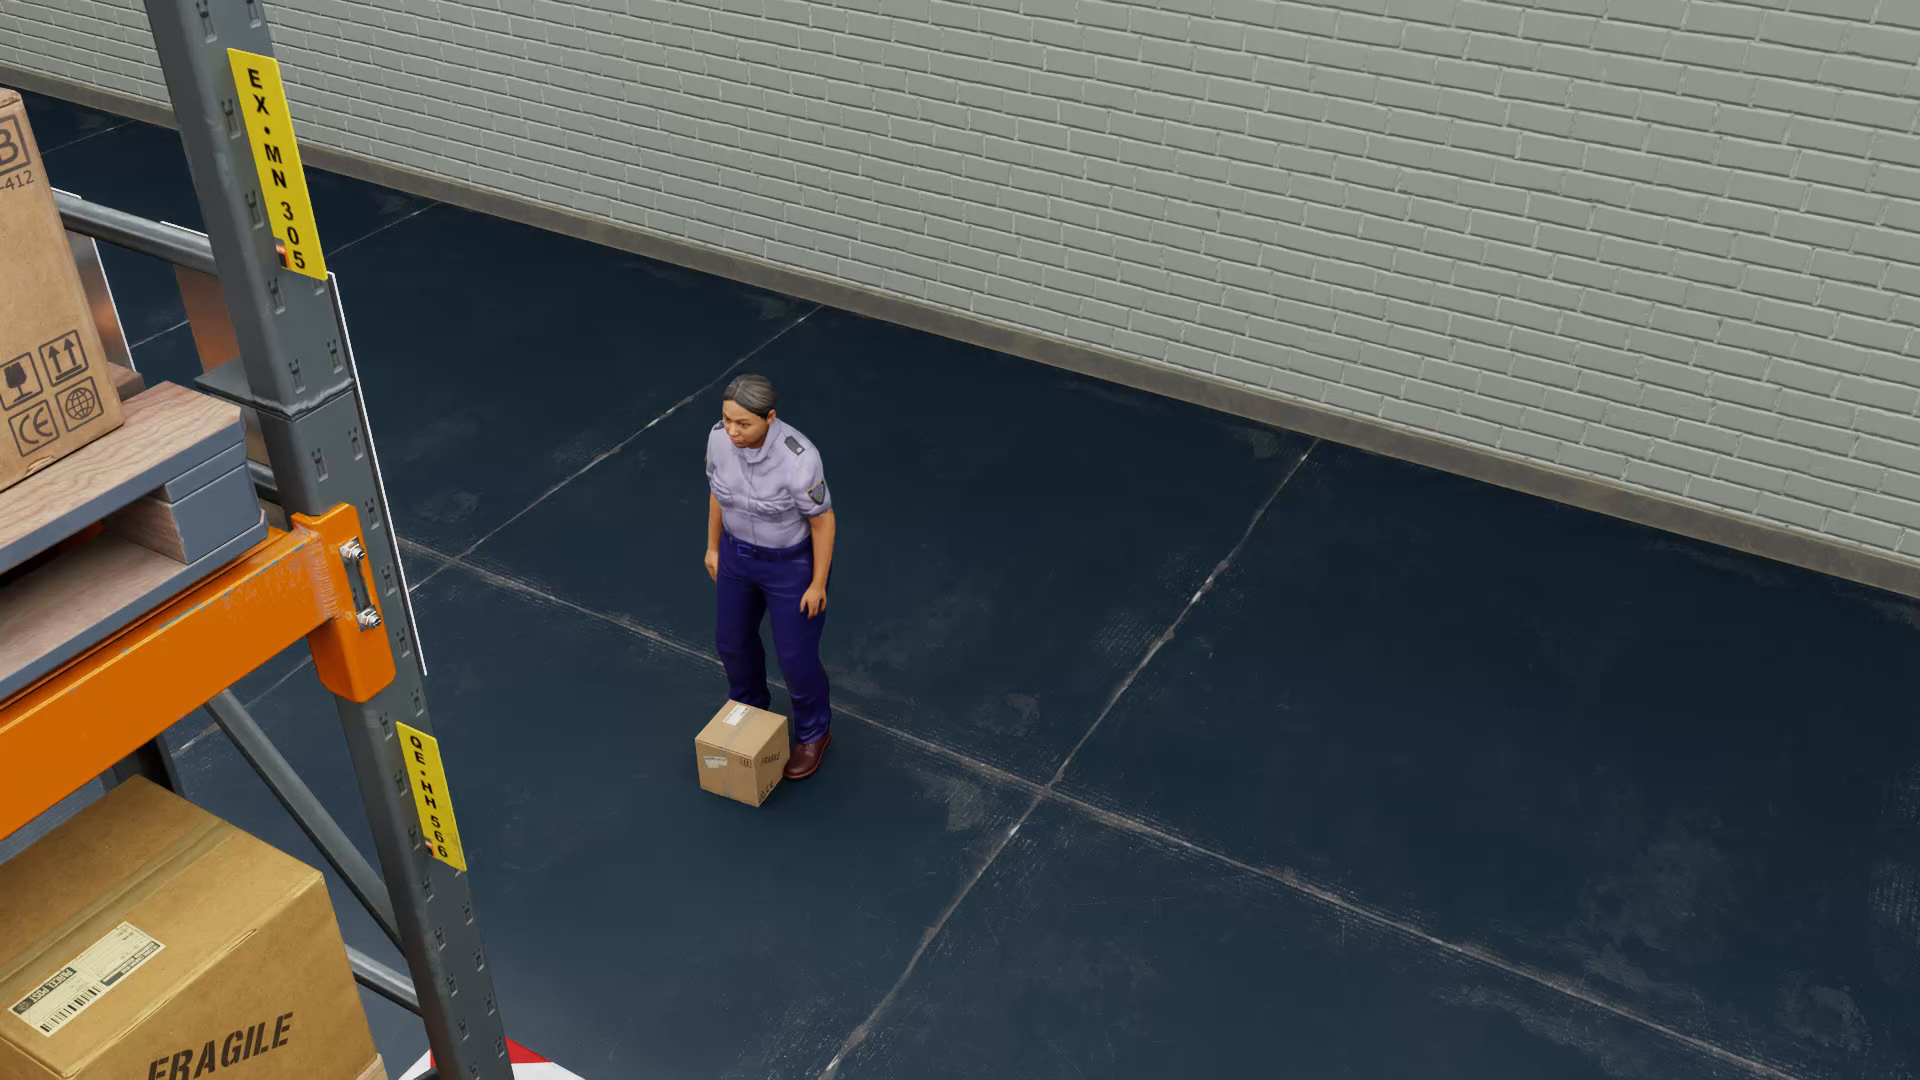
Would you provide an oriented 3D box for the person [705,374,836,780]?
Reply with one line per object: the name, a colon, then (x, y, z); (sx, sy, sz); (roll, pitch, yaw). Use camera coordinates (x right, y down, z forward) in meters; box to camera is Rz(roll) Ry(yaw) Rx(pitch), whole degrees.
person: (-0.693, 0.100, 6.004); (0.537, 1.651, 0.373); (18, 38, 24)
